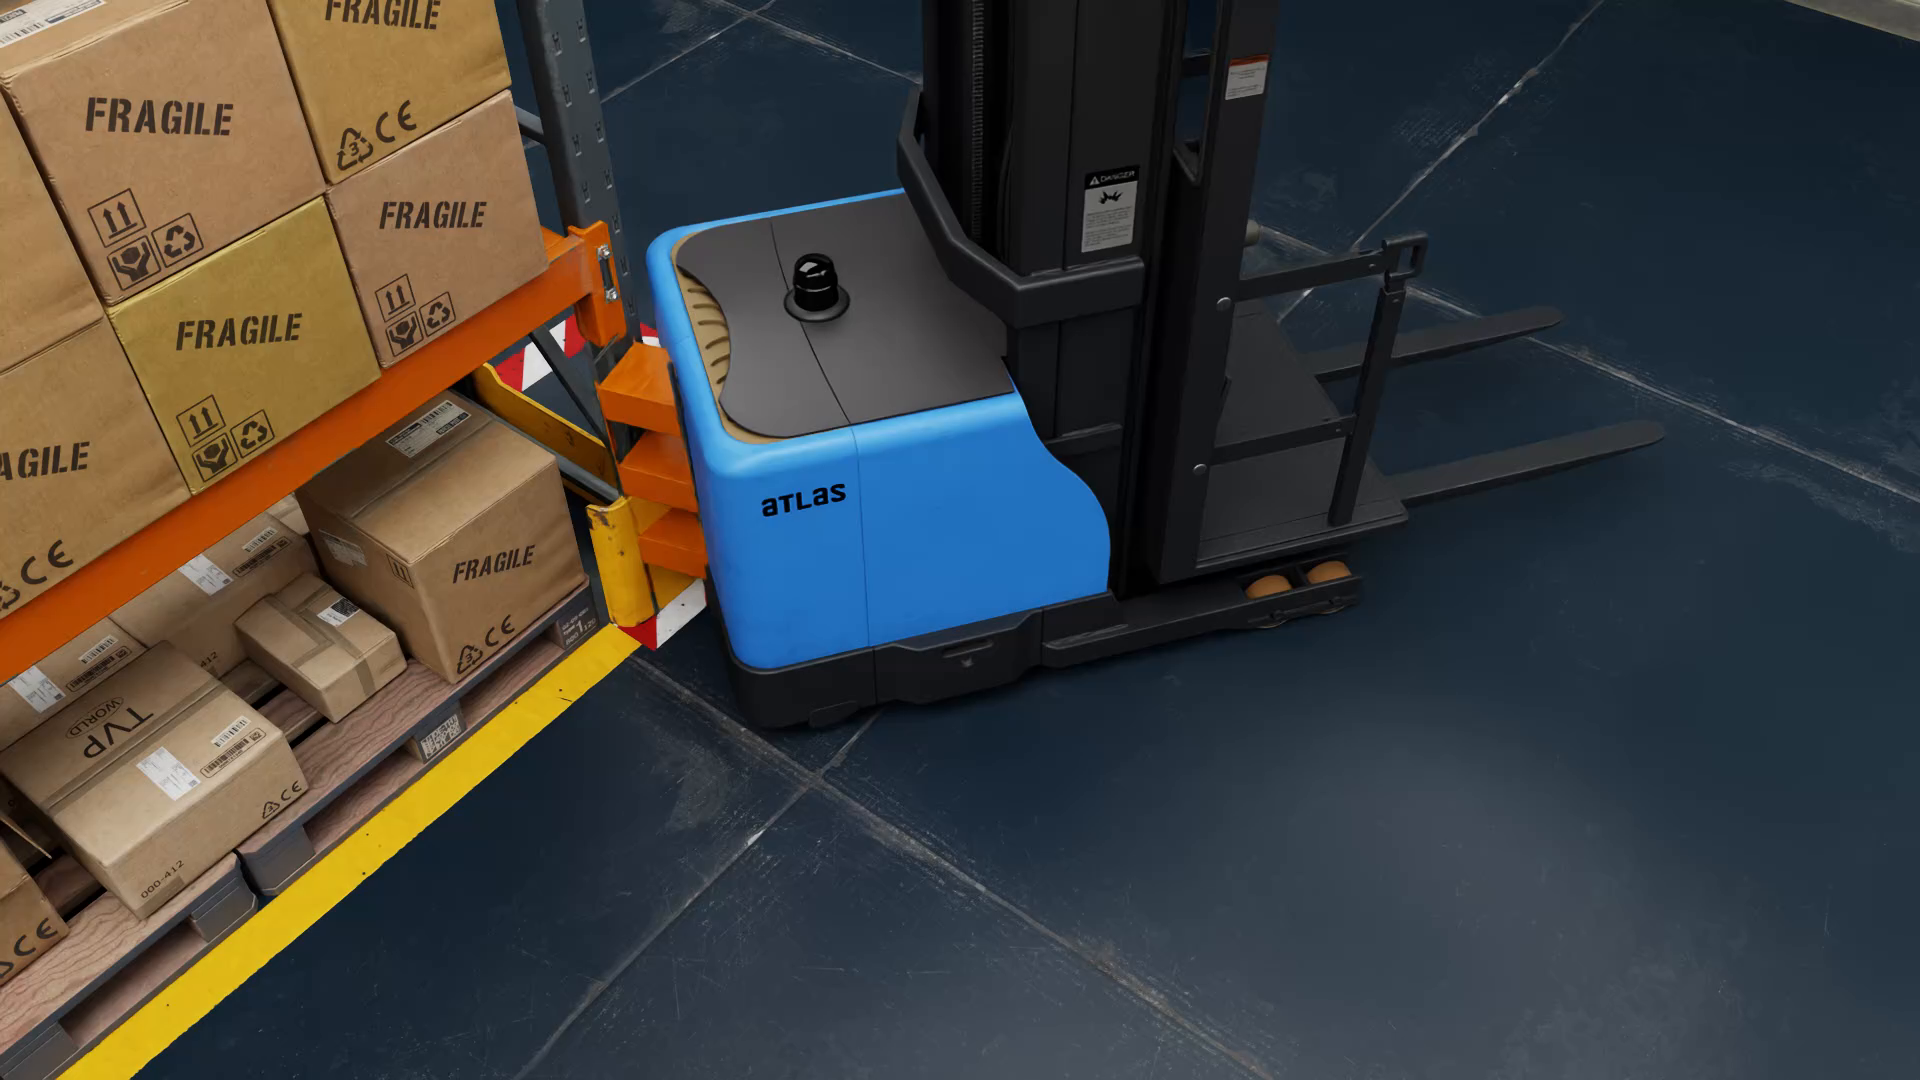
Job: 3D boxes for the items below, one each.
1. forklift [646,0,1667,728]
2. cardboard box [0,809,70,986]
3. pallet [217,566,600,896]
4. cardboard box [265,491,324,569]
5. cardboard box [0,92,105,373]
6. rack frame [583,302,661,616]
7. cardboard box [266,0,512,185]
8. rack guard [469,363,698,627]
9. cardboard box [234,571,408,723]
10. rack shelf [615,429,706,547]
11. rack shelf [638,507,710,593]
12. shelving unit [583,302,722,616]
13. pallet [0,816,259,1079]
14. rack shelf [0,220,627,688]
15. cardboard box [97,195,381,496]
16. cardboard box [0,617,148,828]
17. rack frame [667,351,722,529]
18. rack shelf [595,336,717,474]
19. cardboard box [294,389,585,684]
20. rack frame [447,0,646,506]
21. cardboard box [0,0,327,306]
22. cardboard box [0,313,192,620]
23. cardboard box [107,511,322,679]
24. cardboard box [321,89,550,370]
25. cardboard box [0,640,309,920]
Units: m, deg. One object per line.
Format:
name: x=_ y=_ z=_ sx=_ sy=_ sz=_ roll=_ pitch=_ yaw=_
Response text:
forklift: x=0.696 y=-1.102 z=4.276 sx=3.031 sy=2.935 sz=1.130 roll=-13 pitch=48 yaw=-12
cardboard box: x=-2.597 y=0.768 z=3.865 sx=0.797 sy=0.503 sz=0.637 roll=29 pitch=53 yaw=25
pallet: x=-1.830 y=0.309 z=4.809 sx=1.003 sy=0.211 sz=1.213 roll=29 pitch=53 yaw=25
cardboard box: x=-1.977 y=-0.097 z=4.923 sx=0.380 sy=0.166 sz=0.250 roll=29 pitch=53 yaw=25
cardboard box: x=-1.972 y=-0.570 z=2.959 sx=0.500 sy=0.500 sz=0.500 roll=31 pitch=54 yaw=26
rack frame: x=-0.906 y=-0.204 z=4.719 sx=0.008 sy=1.050 sz=0.200 roll=14 pitch=48 yaw=17
cardboard box: x=-1.351 y=-1.158 z=3.521 sx=0.500 sy=0.500 sz=0.500 roll=29 pitch=53 yaw=25
rack guard: x=-1.343 y=-0.247 z=5.141 sx=1.175 sy=0.500 sz=0.348 roll=29 pitch=53 yaw=25
cardboard box: x=-1.753 y=0.284 z=4.559 sx=0.380 sy=0.166 sz=0.250 roll=29 pitch=53 yaw=25
rack shelf: x=-0.793 y=-0.168 z=4.692 sx=0.240 sy=0.259 sz=0.215 roll=14 pitch=48 yaw=17
rack shelf: x=-0.780 y=0.026 z=4.892 sx=0.240 sy=0.259 sz=0.215 roll=14 pitch=48 yaw=17
shelving unit: x=-0.793 y=-0.175 z=4.685 sx=0.252 sy=1.050 sz=0.215 roll=14 pitch=48 yaw=17
pallet: x=-2.576 y=1.004 z=4.145 sx=1.003 sy=0.211 sz=1.213 roll=29 pitch=53 yaw=25
rack shelf: x=-2.519 y=0.239 z=3.445 sx=1.077 sy=0.370 sz=4.000 roll=29 pitch=53 yaw=25
cardboard box: x=-1.669 y=-0.514 z=3.597 sx=0.500 sy=0.500 sz=0.500 roll=30 pitch=53 yaw=25
cardboard box: x=-2.465 y=0.401 z=4.389 sx=0.500 sy=0.250 sz=0.500 roll=29 pitch=53 yaw=25
rack frame: x=-0.680 y=-0.146 z=4.650 sx=0.008 sy=1.050 sz=0.200 roll=14 pitch=48 yaw=17
rack shelf: x=-0.805 y=-0.365 z=4.488 sx=0.240 sy=0.259 sz=0.215 roll=14 pitch=48 yaw=17
cardboard box: x=-1.434 y=-0.023 z=4.622 sx=0.500 sy=0.500 sz=0.500 roll=29 pitch=53 yaw=25
rack frame: x=-1.296 y=-1.154 z=4.278 sx=1.000 sy=3.000 sz=0.127 roll=29 pitch=53 yaw=25
cardboard box: x=-1.659 y=-0.869 z=3.245 sx=0.500 sy=0.500 sz=0.500 roll=31 pitch=54 yaw=26
cardboard box: x=-1.979 y=-0.231 z=3.327 sx=0.500 sy=0.500 sz=0.500 roll=30 pitch=53 yaw=25
cardboard box: x=-2.159 y=0.115 z=4.663 sx=0.500 sy=0.250 sz=0.500 roll=29 pitch=53 yaw=25
cardboard box: x=-1.355 y=-0.812 z=3.882 sx=0.500 sy=0.500 sz=0.500 roll=31 pitch=54 yaw=26
cardboard box: x=-2.038 y=0.594 z=4.206 sx=0.500 sy=0.250 sz=0.500 roll=29 pitch=53 yaw=25
